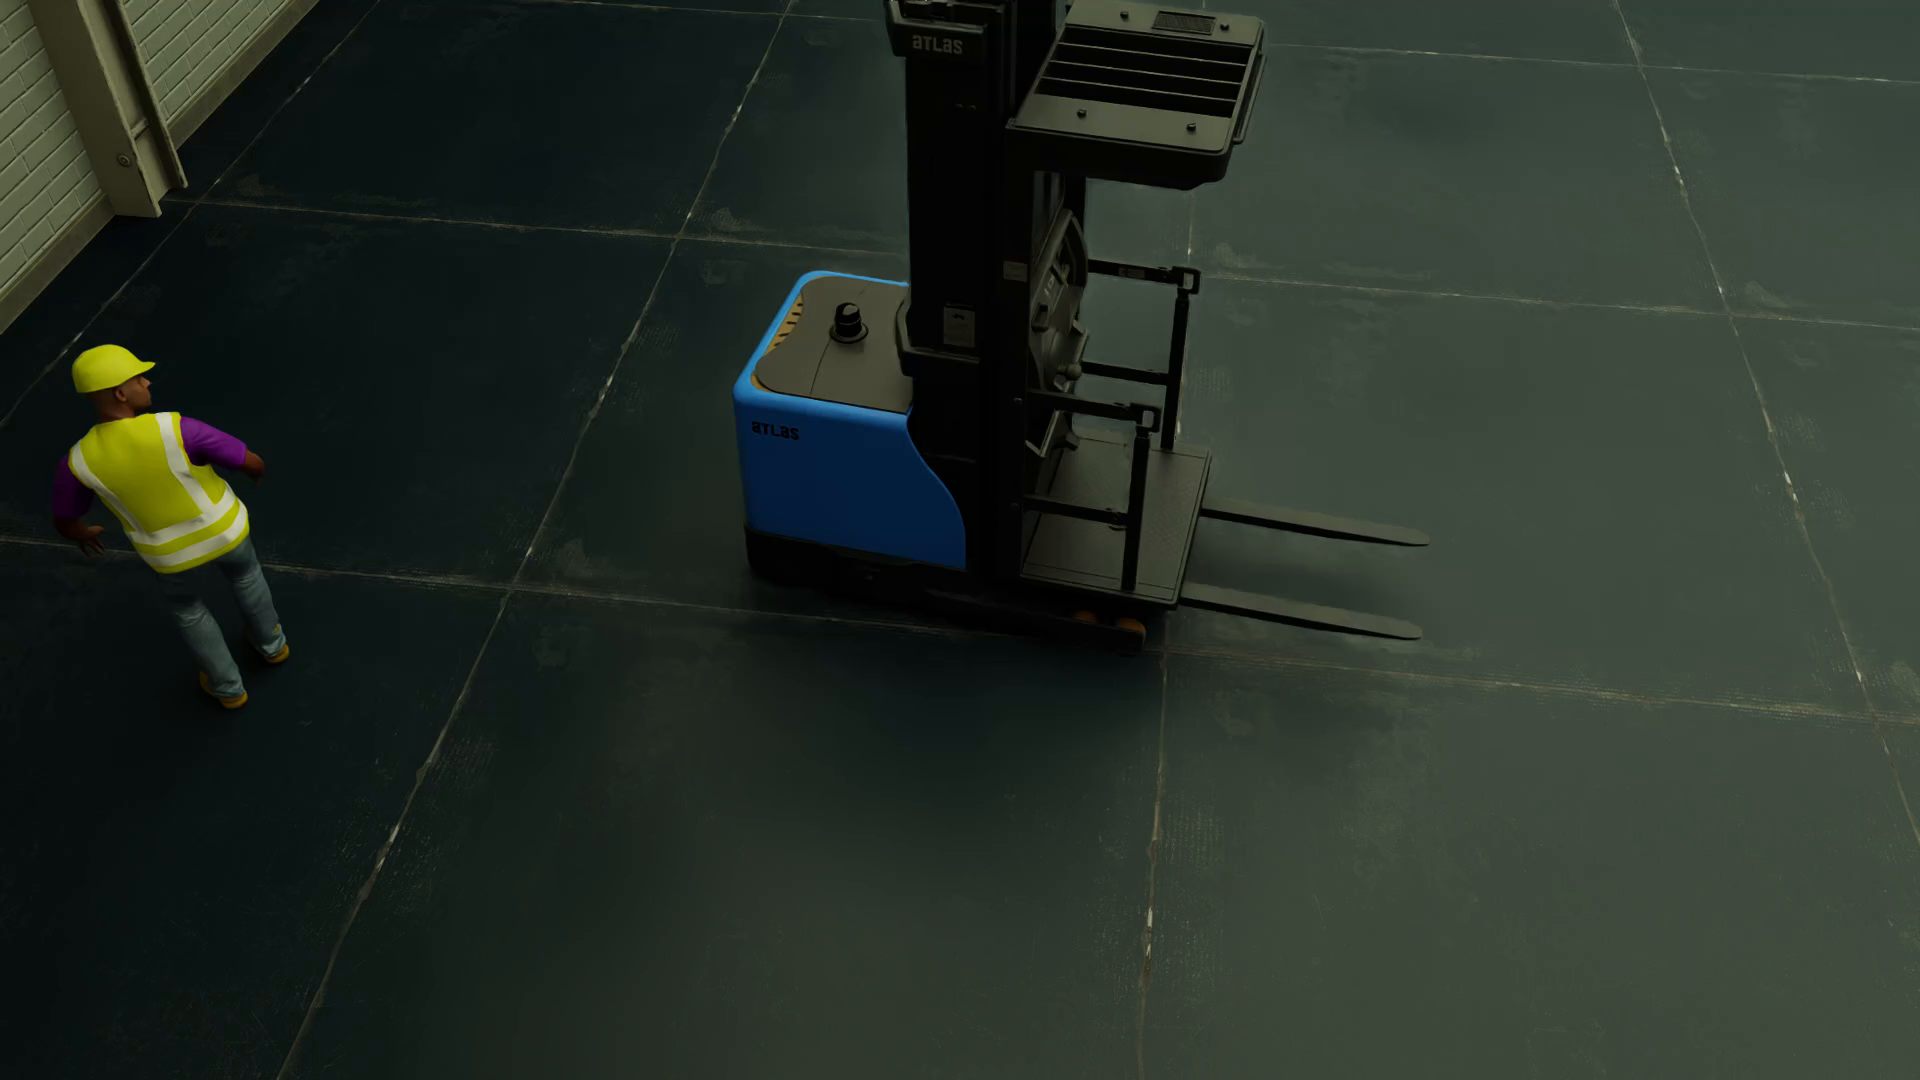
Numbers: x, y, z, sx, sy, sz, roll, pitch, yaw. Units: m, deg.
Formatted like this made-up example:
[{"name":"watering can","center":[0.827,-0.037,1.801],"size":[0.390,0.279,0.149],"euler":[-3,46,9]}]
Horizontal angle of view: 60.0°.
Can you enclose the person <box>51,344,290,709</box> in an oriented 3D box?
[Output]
[{"name":"person","center":[-3.151,-0.053,6.689],"size":[0.791,1.718,0.516],"euler":[-20,46,-20]}]

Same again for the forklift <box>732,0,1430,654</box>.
[{"name":"forklift","center":[0.592,-0.977,6.787],"size":[3.031,2.935,1.130],"euler":[10,44,11]}]
